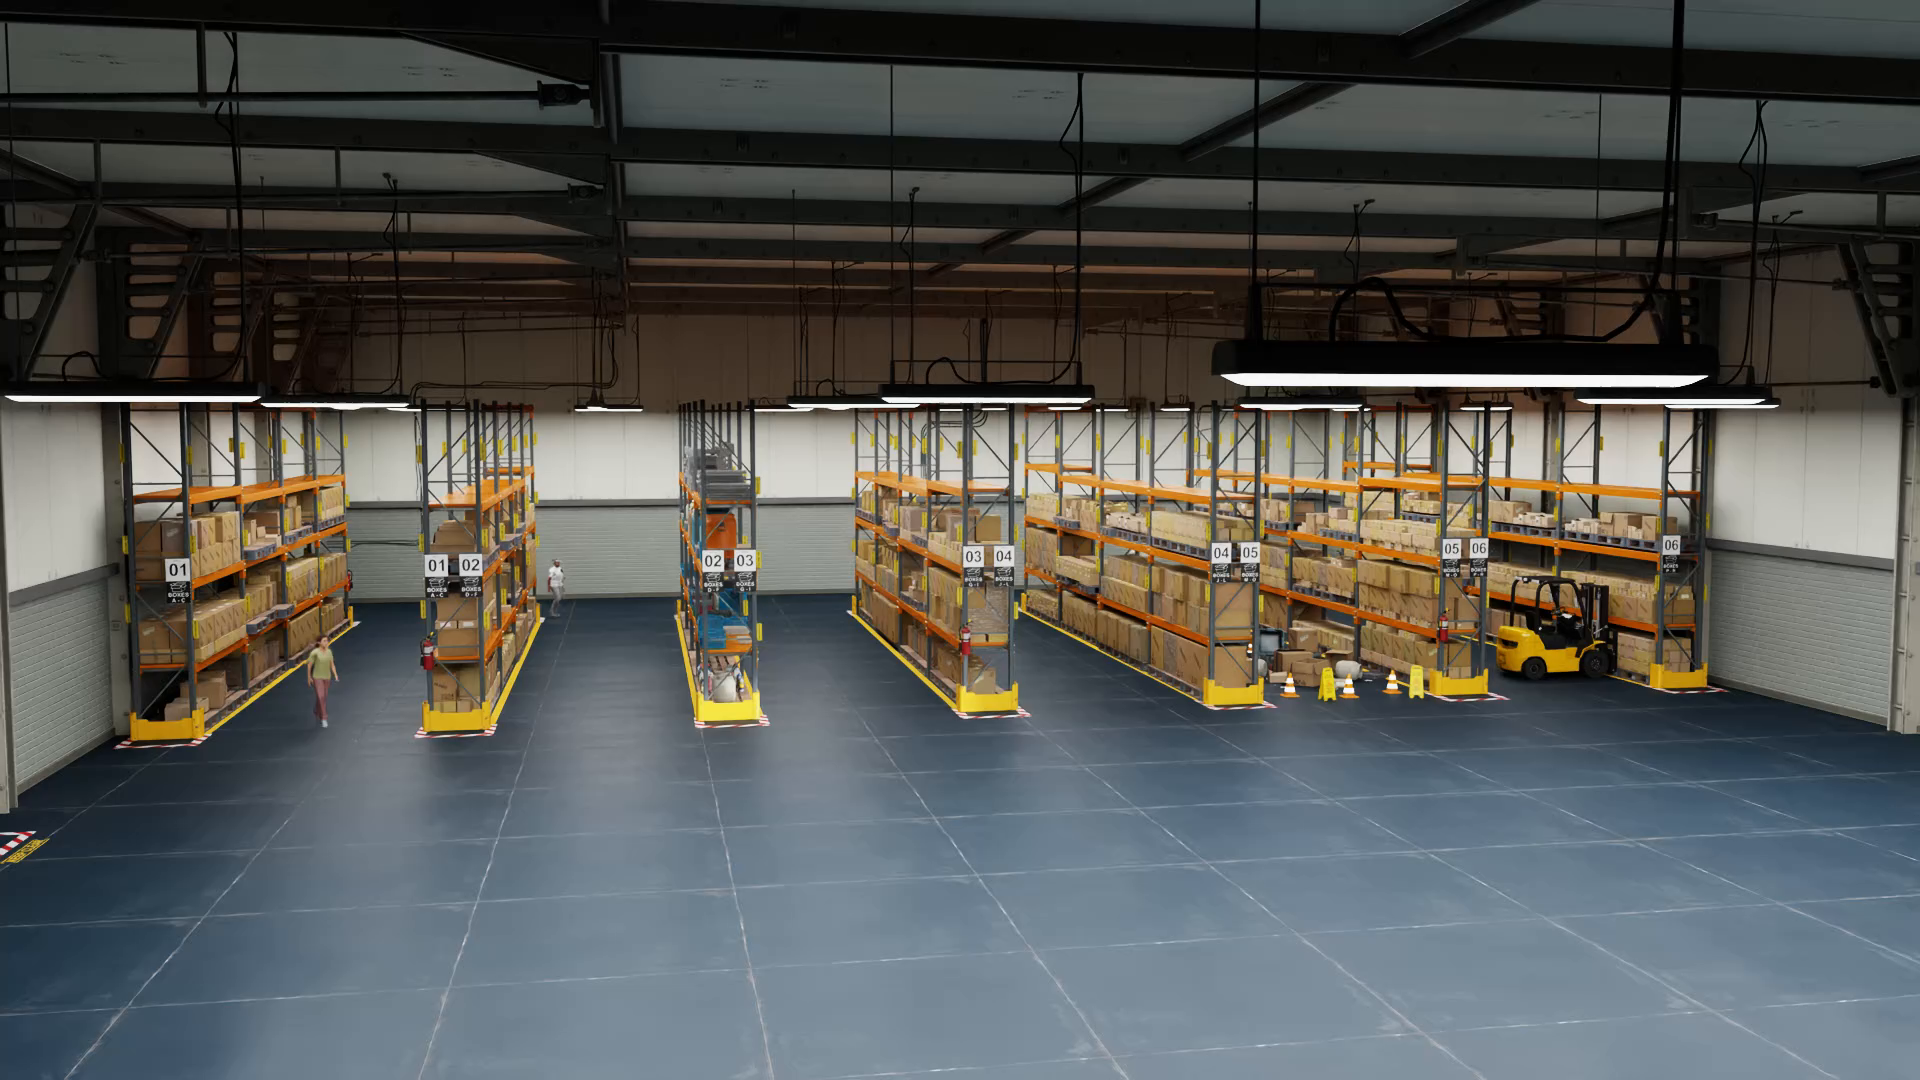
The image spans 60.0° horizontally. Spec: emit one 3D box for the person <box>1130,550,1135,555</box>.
[{"bbox_3d":[5.115,1.183,48.694,0.591,1.813,0.577,1,4,13],"label":"person"}]

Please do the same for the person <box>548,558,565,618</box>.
[{"bbox_3d":[-11.380,1.338,46.911,0.499,1.695,0.462,2,5,26],"label":"person"}]

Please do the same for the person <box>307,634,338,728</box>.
[{"bbox_3d":[-11.809,2.585,30.789,0.860,1.681,0.510,4,6,44],"label":"person"}]
